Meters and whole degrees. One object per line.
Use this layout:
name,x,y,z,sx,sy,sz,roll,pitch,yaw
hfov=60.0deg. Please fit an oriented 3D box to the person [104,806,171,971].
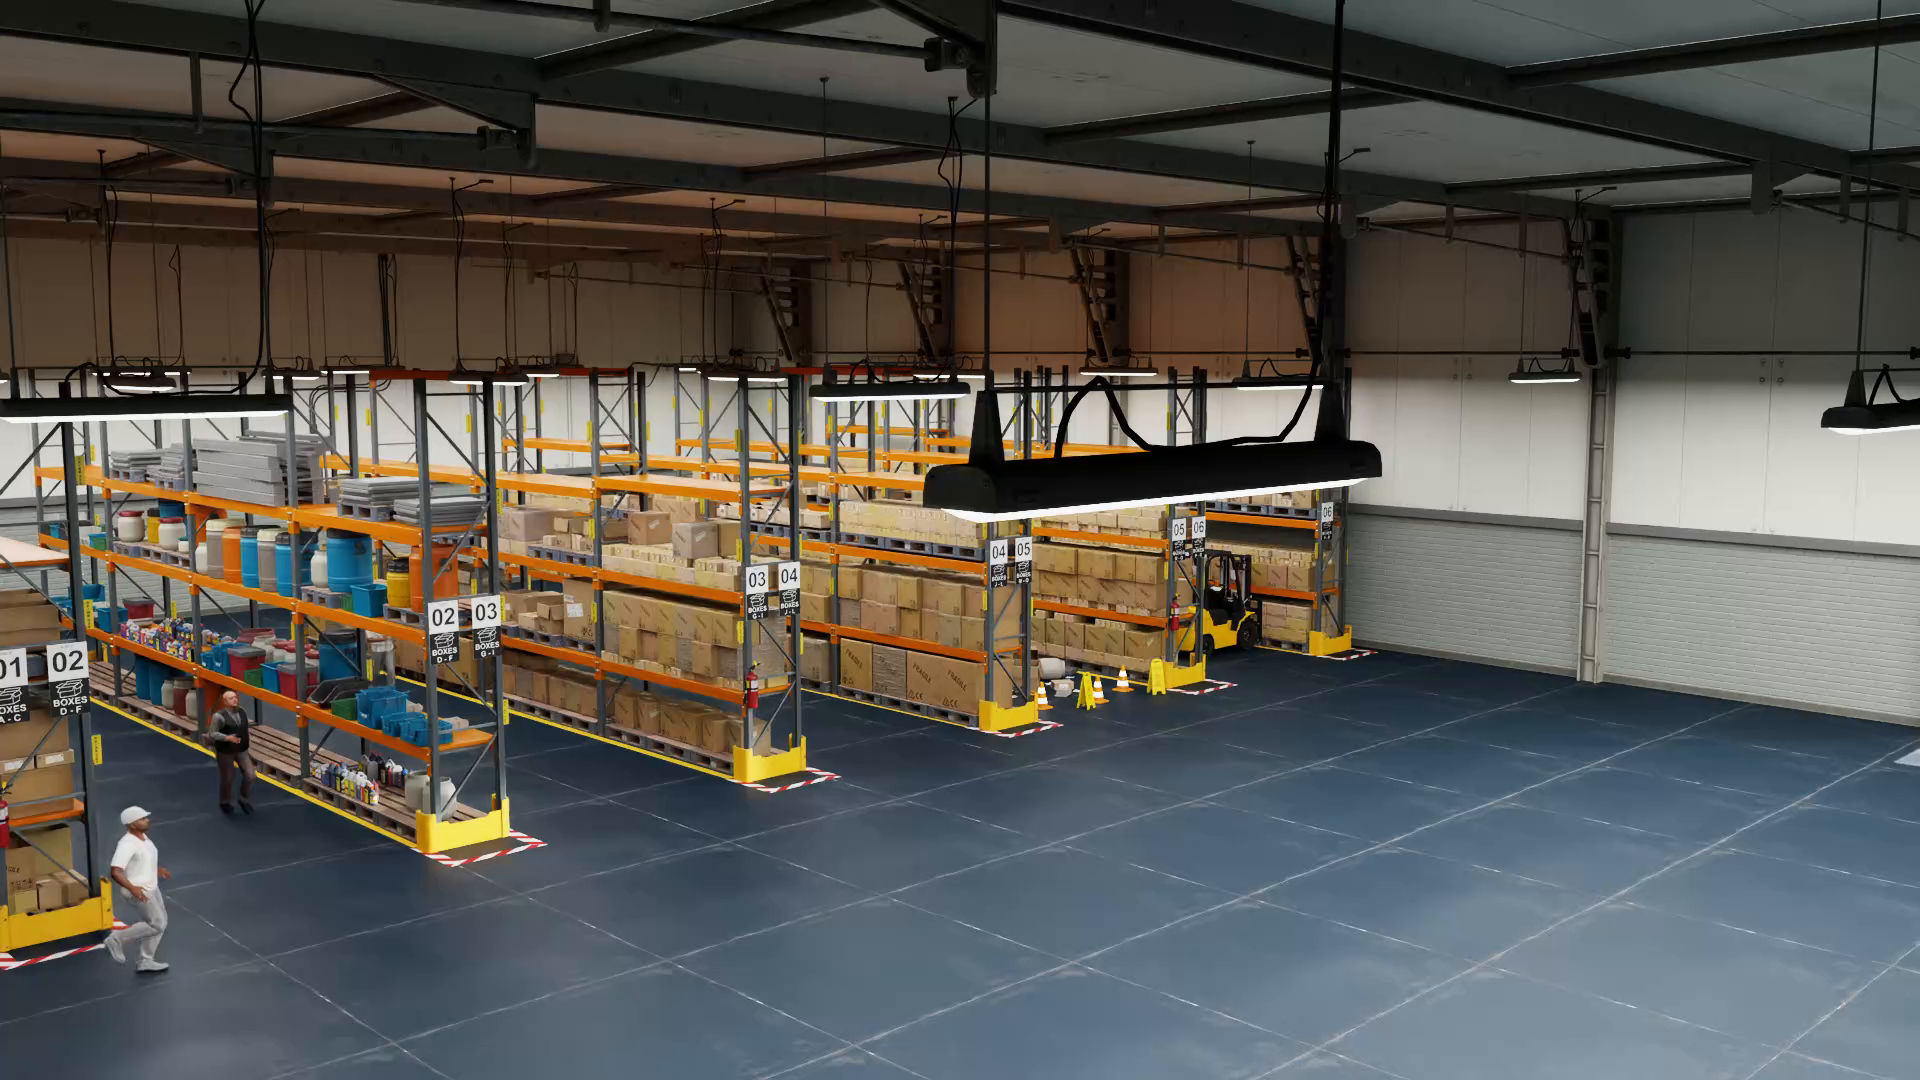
person,-8.426,3.571,17.009,0.590,1.723,0.714,-1,7,-12

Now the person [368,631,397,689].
person,-10.567,2.039,30.419,0.575,1.685,0.938,-6,9,-44

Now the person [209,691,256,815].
person,-9.937,2.925,22.738,0.738,1.742,0.644,5,8,40
